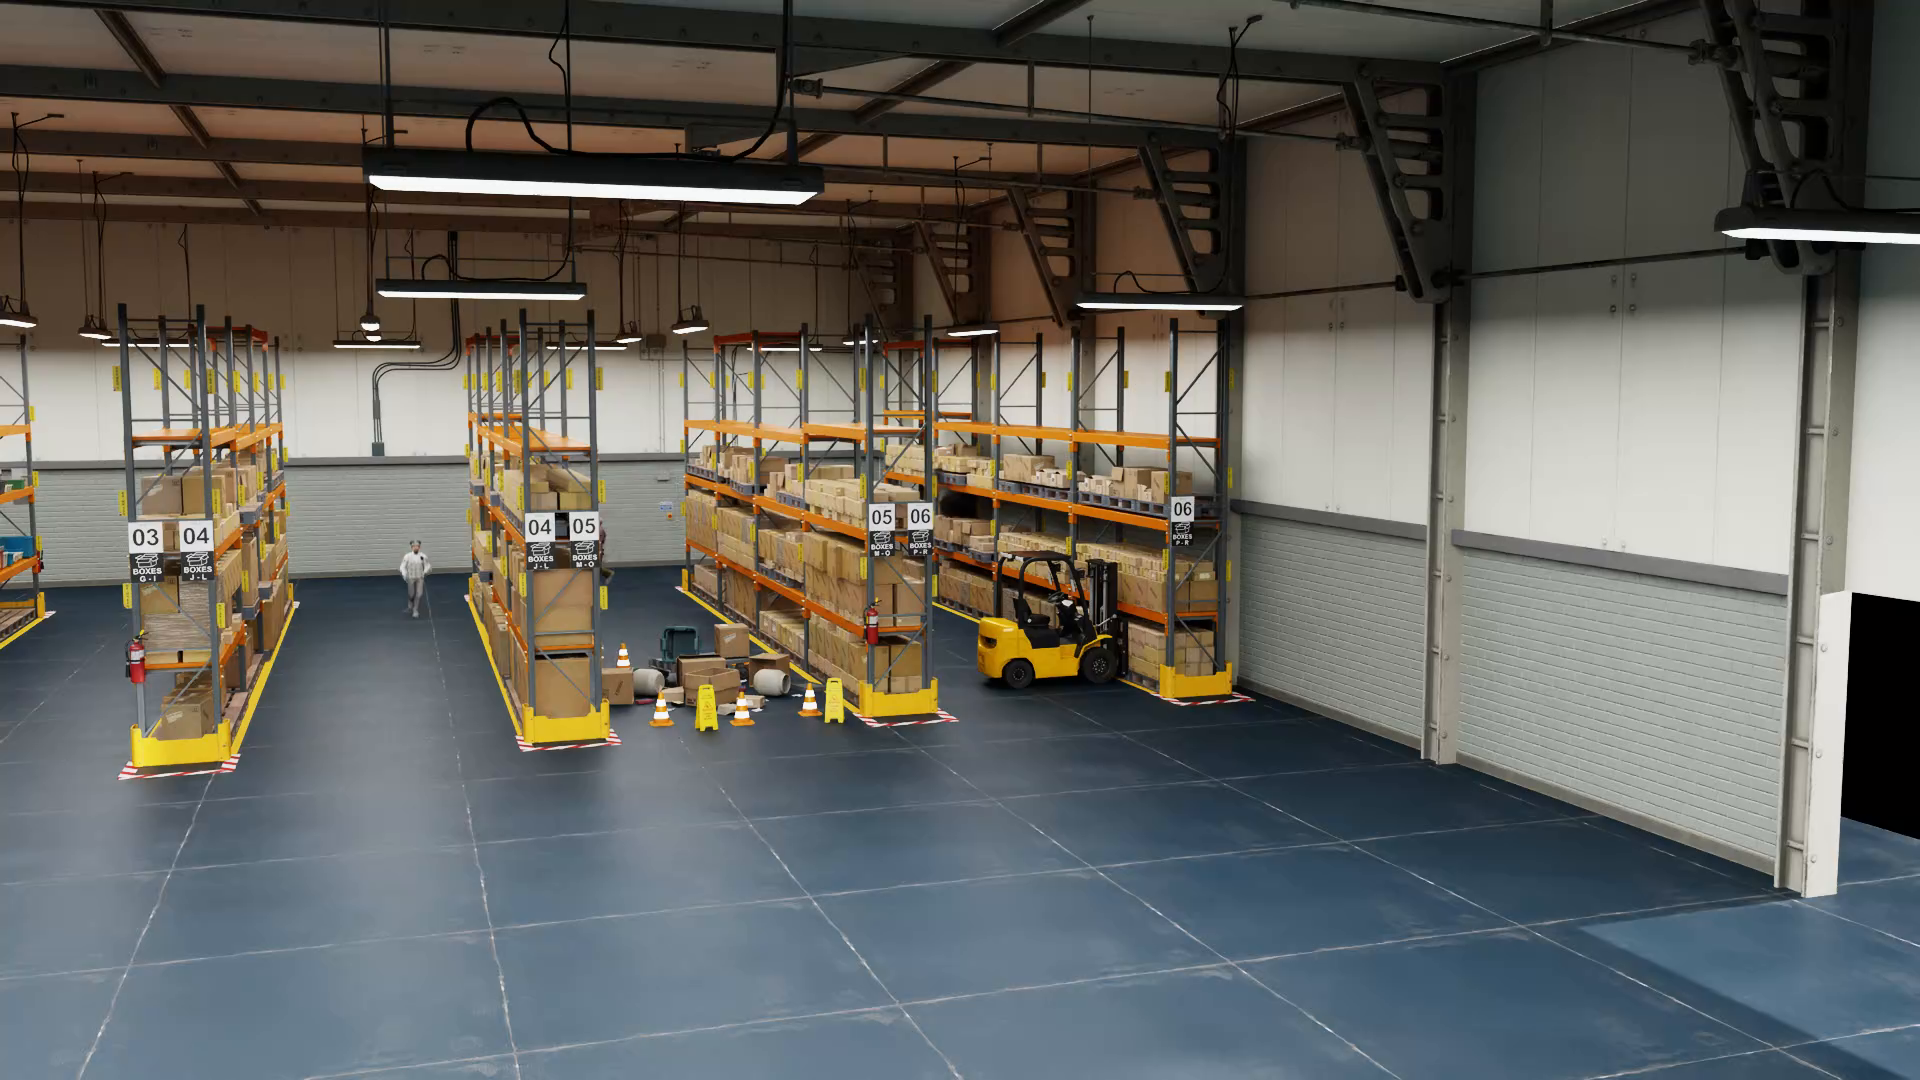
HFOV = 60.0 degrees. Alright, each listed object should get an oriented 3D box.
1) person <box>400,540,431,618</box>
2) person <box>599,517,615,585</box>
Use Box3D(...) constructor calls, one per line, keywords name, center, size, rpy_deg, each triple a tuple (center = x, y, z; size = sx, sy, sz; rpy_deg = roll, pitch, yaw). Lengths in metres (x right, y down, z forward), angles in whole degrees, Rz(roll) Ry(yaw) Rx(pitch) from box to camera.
Box3D(name="person", center=(-11.649, 0.816, 35.611), size=(0.617, 1.663, 0.565), rpy_deg=(-2, 6, -22))
Box3D(name="person", center=(-8.822, 0.292, 40.562), size=(0.717, 1.728, 0.711), rpy_deg=(-2, 6, -17))
